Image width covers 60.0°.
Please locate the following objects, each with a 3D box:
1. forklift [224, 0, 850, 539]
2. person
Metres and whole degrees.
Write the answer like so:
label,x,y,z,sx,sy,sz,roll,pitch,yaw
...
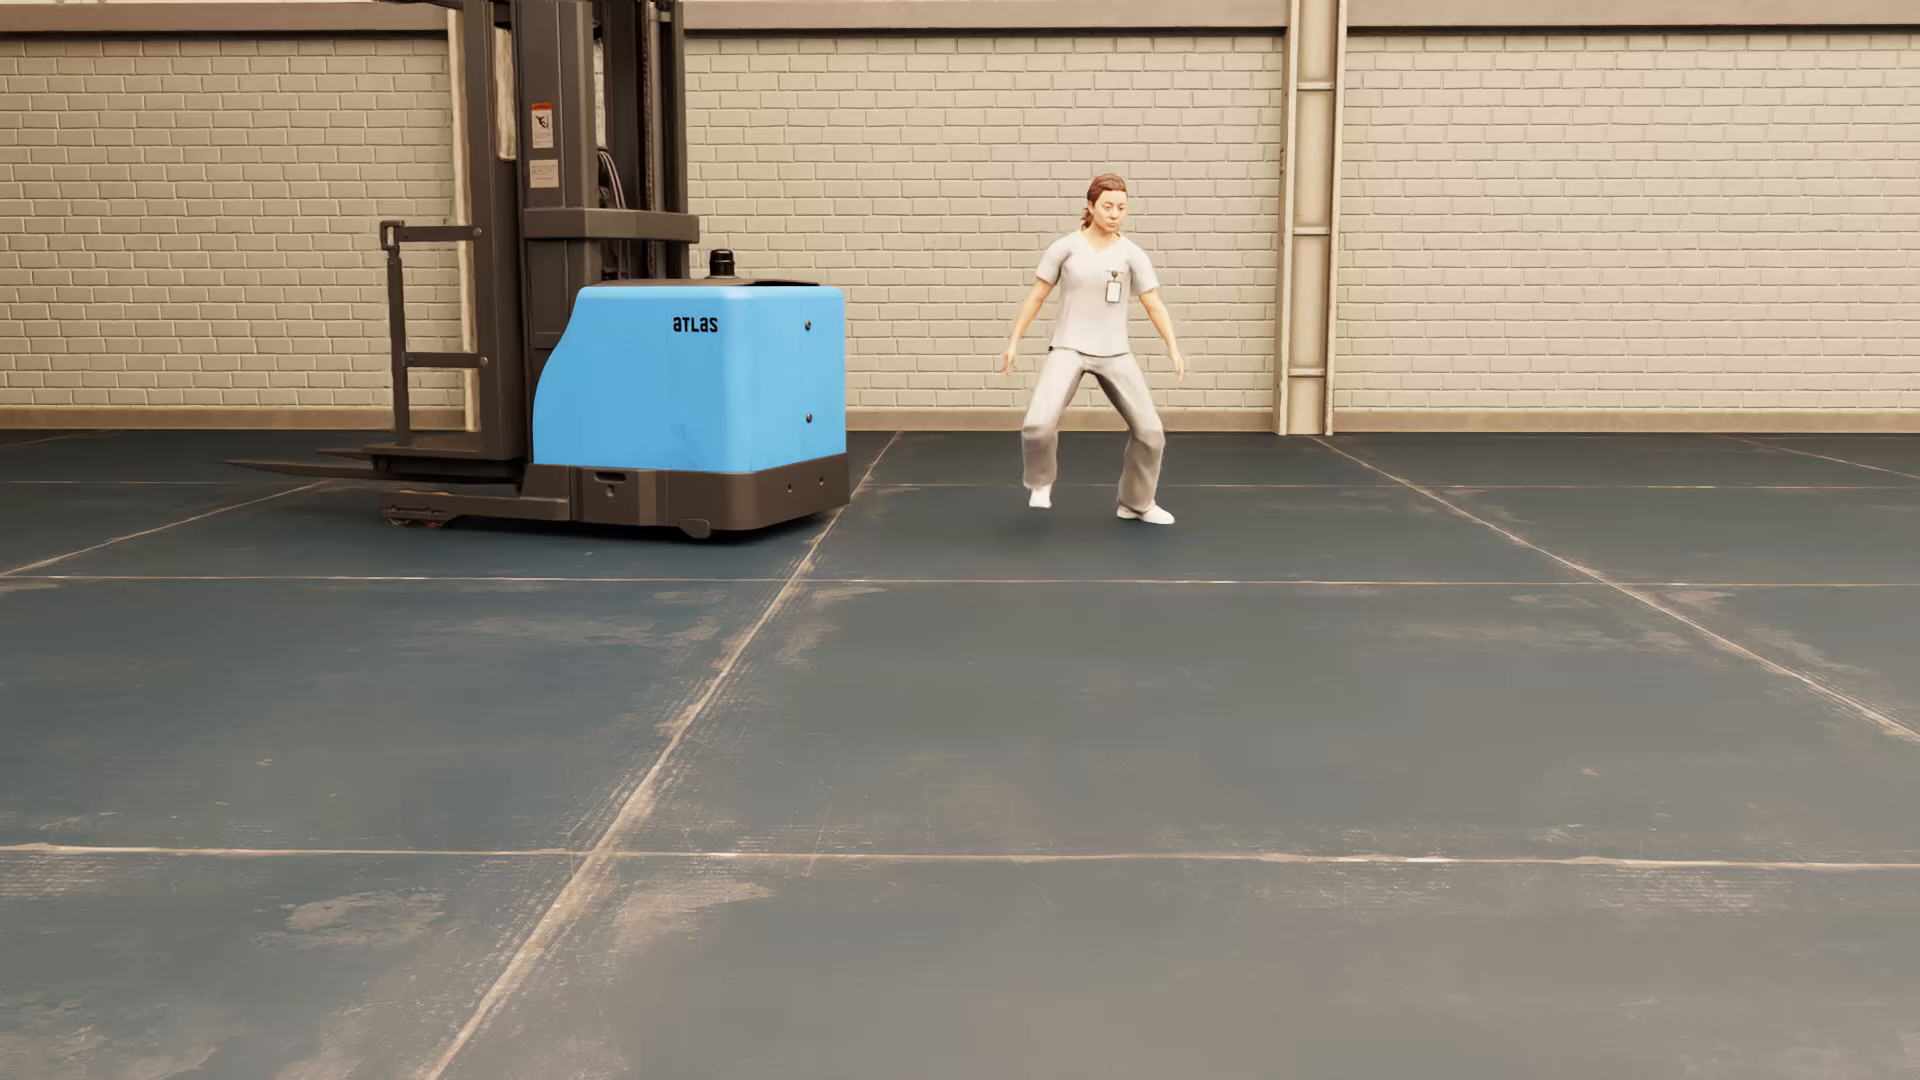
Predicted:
label,x,y,z,sx,sy,sz,roll,pitch,yaw
forklift,-2.084,-1.571,7.706,3.031,2.935,1.130,4,9,22
person,0.594,-0.842,7.468,0.809,1.584,0.543,1,9,3
